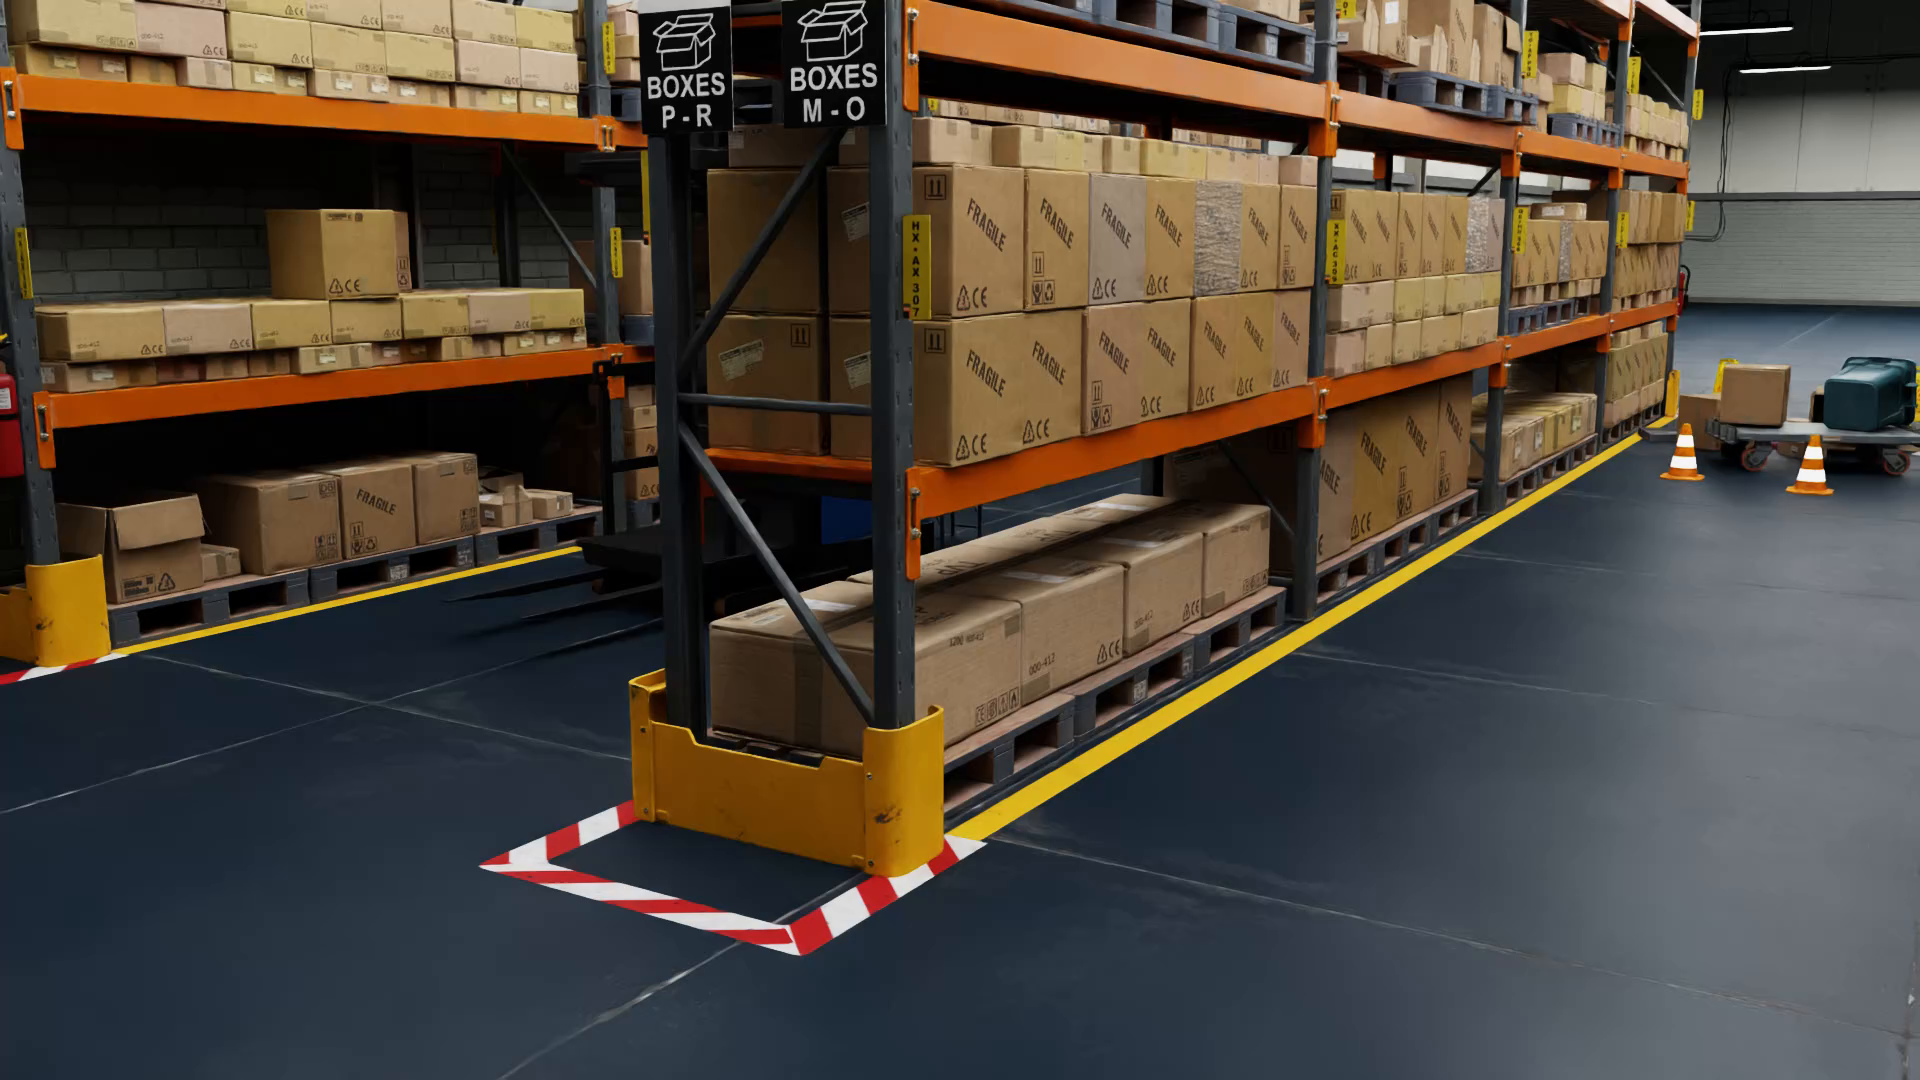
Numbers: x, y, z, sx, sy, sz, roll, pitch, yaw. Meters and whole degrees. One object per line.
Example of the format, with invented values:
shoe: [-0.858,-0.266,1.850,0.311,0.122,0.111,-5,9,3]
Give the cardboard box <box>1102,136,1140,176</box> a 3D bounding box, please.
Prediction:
cardboard box: [0.500,-1.540,6.693,0.380,0.149,0.250,7,12,31]

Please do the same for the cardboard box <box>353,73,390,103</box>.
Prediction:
cardboard box: [-3.483,-2.573,9.491,0.380,0.149,0.250,7,13,32]

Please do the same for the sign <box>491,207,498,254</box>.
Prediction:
sign: [-3.251,-2.173,11.679,0.100,0.325,0.005,6,12,31]

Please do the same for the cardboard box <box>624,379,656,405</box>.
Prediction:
cardboard box: [-2.267,-1.071,12.018,0.380,0.149,0.250,6,12,28]

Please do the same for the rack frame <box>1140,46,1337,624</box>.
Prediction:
rack frame: [1.469,-1.078,8.975,1.000,3.000,0.127,6,12,31]

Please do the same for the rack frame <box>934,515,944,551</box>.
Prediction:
rack frame: [-0.213,-0.525,10.914,0.240,1.200,0.015,6,12,31]

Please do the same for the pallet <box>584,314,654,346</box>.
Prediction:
pallet: [-2.267,-1.572,12.138,1.003,0.211,1.213,6,12,31]

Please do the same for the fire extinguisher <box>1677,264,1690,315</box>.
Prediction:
fire extinguisher: [8.153,-2.901,18.924,0.296,0.674,0.183,6,12,31]

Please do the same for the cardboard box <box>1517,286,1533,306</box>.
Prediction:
cardboard box: [4.231,-1.903,12.925,0.380,0.149,0.250,5,12,27]

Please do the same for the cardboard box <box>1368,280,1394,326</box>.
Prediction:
cardboard box: [2.186,-1.377,9.621,0.500,0.250,0.500,7,12,32]

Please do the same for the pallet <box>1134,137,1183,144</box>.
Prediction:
pallet: [1.799,-4.377,18.688,1.003,0.211,1.213,6,12,31]

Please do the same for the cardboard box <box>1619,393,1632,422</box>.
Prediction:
cardboard box: [6.427,-1.343,16.722,0.500,0.250,0.500,7,13,34]

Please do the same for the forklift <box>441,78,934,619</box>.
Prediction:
forklift: [-1.466,-1.097,9.262,1.130,2.935,3.031,8,13,37]

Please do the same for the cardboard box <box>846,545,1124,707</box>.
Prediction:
cardboard box: [0.118,0.346,7.191,0.875,0.438,0.875,7,13,32]

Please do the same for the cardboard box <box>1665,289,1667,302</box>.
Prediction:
cardboard box: [7.500,-2.674,18.182,0.380,0.149,0.250,6,12,30]

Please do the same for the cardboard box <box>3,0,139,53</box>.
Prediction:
cardboard box: [-4.388,-2.513,8.089,0.500,0.250,0.500,6,12,30]

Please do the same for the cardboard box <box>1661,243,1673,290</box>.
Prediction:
cardboard box: [7.389,-2.971,18.005,0.500,0.500,0.500,6,12,31]

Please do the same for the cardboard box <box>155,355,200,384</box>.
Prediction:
cardboard box: [-4.247,-0.914,8.780,0.380,0.149,0.250,6,12,30]

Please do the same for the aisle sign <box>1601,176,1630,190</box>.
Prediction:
aisle sign: [7.467,-4.282,19.027,0.394,0.787,0.004,6,12,31]

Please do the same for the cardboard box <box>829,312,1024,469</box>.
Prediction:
cardboard box: [-0.113,-0.546,5.863,0.500,0.500,0.500,6,12,30]

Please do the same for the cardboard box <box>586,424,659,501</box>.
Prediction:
cardboard box: [-2.331,-0.584,11.988,0.500,0.500,0.500,7,13,33]

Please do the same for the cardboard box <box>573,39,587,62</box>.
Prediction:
cardboard box: [-2.719,-3.363,11.488,0.380,0.149,0.250,6,12,30]

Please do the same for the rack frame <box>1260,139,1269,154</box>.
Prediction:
rack frame: [3.455,-6.388,21.034,1.000,3.000,0.127,6,12,31]

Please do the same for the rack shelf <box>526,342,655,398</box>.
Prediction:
rack shelf: [-1.737,-1.513,13.251,1.077,0.370,4.000,6,12,31]

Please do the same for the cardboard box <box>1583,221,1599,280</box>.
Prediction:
cardboard box: [5.323,-2.565,14.698,0.500,0.500,0.500,6,12,31]

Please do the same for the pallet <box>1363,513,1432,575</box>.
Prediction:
pallet: [2.438,-0.029,10.947,1.003,0.211,1.213,6,12,31]

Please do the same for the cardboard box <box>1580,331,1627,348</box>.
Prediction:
cardboard box: [6.276,-1.959,16.214,0.380,0.149,0.250,7,12,32]

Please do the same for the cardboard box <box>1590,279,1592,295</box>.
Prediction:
cardboard box: [5.440,-2.272,14.895,0.380,0.149,0.250,6,12,29]

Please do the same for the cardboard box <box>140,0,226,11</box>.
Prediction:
cardboard box: [-4.126,-2.839,8.472,0.500,0.250,0.500,6,12,30]

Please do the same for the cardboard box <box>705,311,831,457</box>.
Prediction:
cardboard box: [-0.583,-0.599,6.146,0.500,0.500,0.500,6,12,31]

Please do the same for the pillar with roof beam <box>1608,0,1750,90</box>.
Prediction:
pillar with roof beam: [21.578,-10.671,43.914,9.100,9.000,0.548,6,12,31]

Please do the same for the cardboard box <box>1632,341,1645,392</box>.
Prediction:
cardboard box: [6.698,-1.793,17.089,0.500,0.500,0.500,7,13,34]

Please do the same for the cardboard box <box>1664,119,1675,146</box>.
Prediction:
cardboard box: [7.137,-4.245,17.339,0.500,0.250,0.500,7,13,32]

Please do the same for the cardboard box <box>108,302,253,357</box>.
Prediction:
cardboard box: [-4.124,-1.120,8.799,0.500,0.250,0.500,7,12,31]

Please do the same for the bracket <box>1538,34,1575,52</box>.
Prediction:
bracket: [13.534,-11.404,38.045,0.076,0.066,4.783,6,12,31]

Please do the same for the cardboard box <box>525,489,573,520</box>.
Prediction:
cardboard box: [-2.813,-0.241,11.111,0.380,0.149,0.250,6,12,29]

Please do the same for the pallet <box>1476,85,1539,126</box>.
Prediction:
pallet: [3.257,-2.982,11.509,1.213,0.211,1.003,7,13,33]

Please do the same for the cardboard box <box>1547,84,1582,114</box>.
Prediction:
cardboard box: [4.911,-3.678,13.980,0.500,0.250,0.500,7,12,31]

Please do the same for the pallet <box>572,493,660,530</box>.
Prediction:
pallet: [-2.385,-0.312,12.464,1.003,0.211,1.213,6,12,31]

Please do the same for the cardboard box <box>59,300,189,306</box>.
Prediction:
cardboard box: [-4.571,-1.174,9.086,0.500,0.250,0.500,6,12,31]

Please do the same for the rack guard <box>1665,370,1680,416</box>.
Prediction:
rack guard: [7.660,-1.725,19.222,1.175,0.500,0.348,6,12,31]

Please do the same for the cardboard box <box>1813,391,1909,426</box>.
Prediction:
cardboard box: [8.951,-1.220,16.518,0.797,0.503,0.637,-2,11,-9]

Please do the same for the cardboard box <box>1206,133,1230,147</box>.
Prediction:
cardboard box: [2.817,-4.974,19.947,0.700,0.500,0.500,6,12,31]

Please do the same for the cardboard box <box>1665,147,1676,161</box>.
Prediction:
cardboard box: [7.485,-4.152,17.929,0.380,0.149,0.250,7,13,32]

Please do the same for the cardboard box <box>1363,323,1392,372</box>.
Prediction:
cardboard box: [2.191,-1.130,9.659,0.500,0.250,0.500,6,12,29]

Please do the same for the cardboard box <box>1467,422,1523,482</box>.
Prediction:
cardboard box: [3.848,-0.710,13.008,0.950,0.372,0.625,5,12,27]

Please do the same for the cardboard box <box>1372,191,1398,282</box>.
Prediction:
cardboard box: [2.184,-1.743,9.539,0.500,0.500,0.500,6,12,30]

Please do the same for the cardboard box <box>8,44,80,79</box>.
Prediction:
cardboard box: [-4.487,-2.301,8.041,0.380,0.149,0.250,7,13,32]

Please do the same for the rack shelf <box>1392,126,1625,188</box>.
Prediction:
rack shelf: [4.584,-3.142,13.806,1.077,0.370,4.000,6,12,31]

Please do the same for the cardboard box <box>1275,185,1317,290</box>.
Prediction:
cardboard box: [1.460,-1.518,8.337,0.500,0.500,0.500,6,12,30]

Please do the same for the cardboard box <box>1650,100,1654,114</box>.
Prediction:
cardboard box: [6.695,-4.307,16.590,0.380,0.149,0.250,6,12,30]

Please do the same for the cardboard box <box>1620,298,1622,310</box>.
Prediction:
cardboard box: [6.259,-2.321,16.297,0.380,0.149,0.250,6,12,30]

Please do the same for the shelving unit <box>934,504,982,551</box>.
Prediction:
shelving unit: [-0.086,-0.564,11.119,0.258,1.200,0.503,6,12,31]

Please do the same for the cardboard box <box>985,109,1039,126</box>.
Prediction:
cardboard box: [0.415,-4.211,15.872,0.500,0.500,0.500,7,13,32]

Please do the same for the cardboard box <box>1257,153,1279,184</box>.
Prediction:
cardboard box: [1.352,-1.827,8.227,0.380,0.149,0.250,7,13,32]

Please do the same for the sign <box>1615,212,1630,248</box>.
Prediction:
sign: [6.099,-2.853,15.309,0.100,0.325,0.005,6,12,31]

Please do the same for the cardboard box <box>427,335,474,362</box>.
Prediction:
cardboard box: [-3.223,-1.186,10.236,0.380,0.149,0.250,6,12,30]

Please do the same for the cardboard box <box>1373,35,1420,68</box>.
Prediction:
cardboard box: [2.425,-2.810,9.566,0.380,0.166,0.250,5,12,27]
